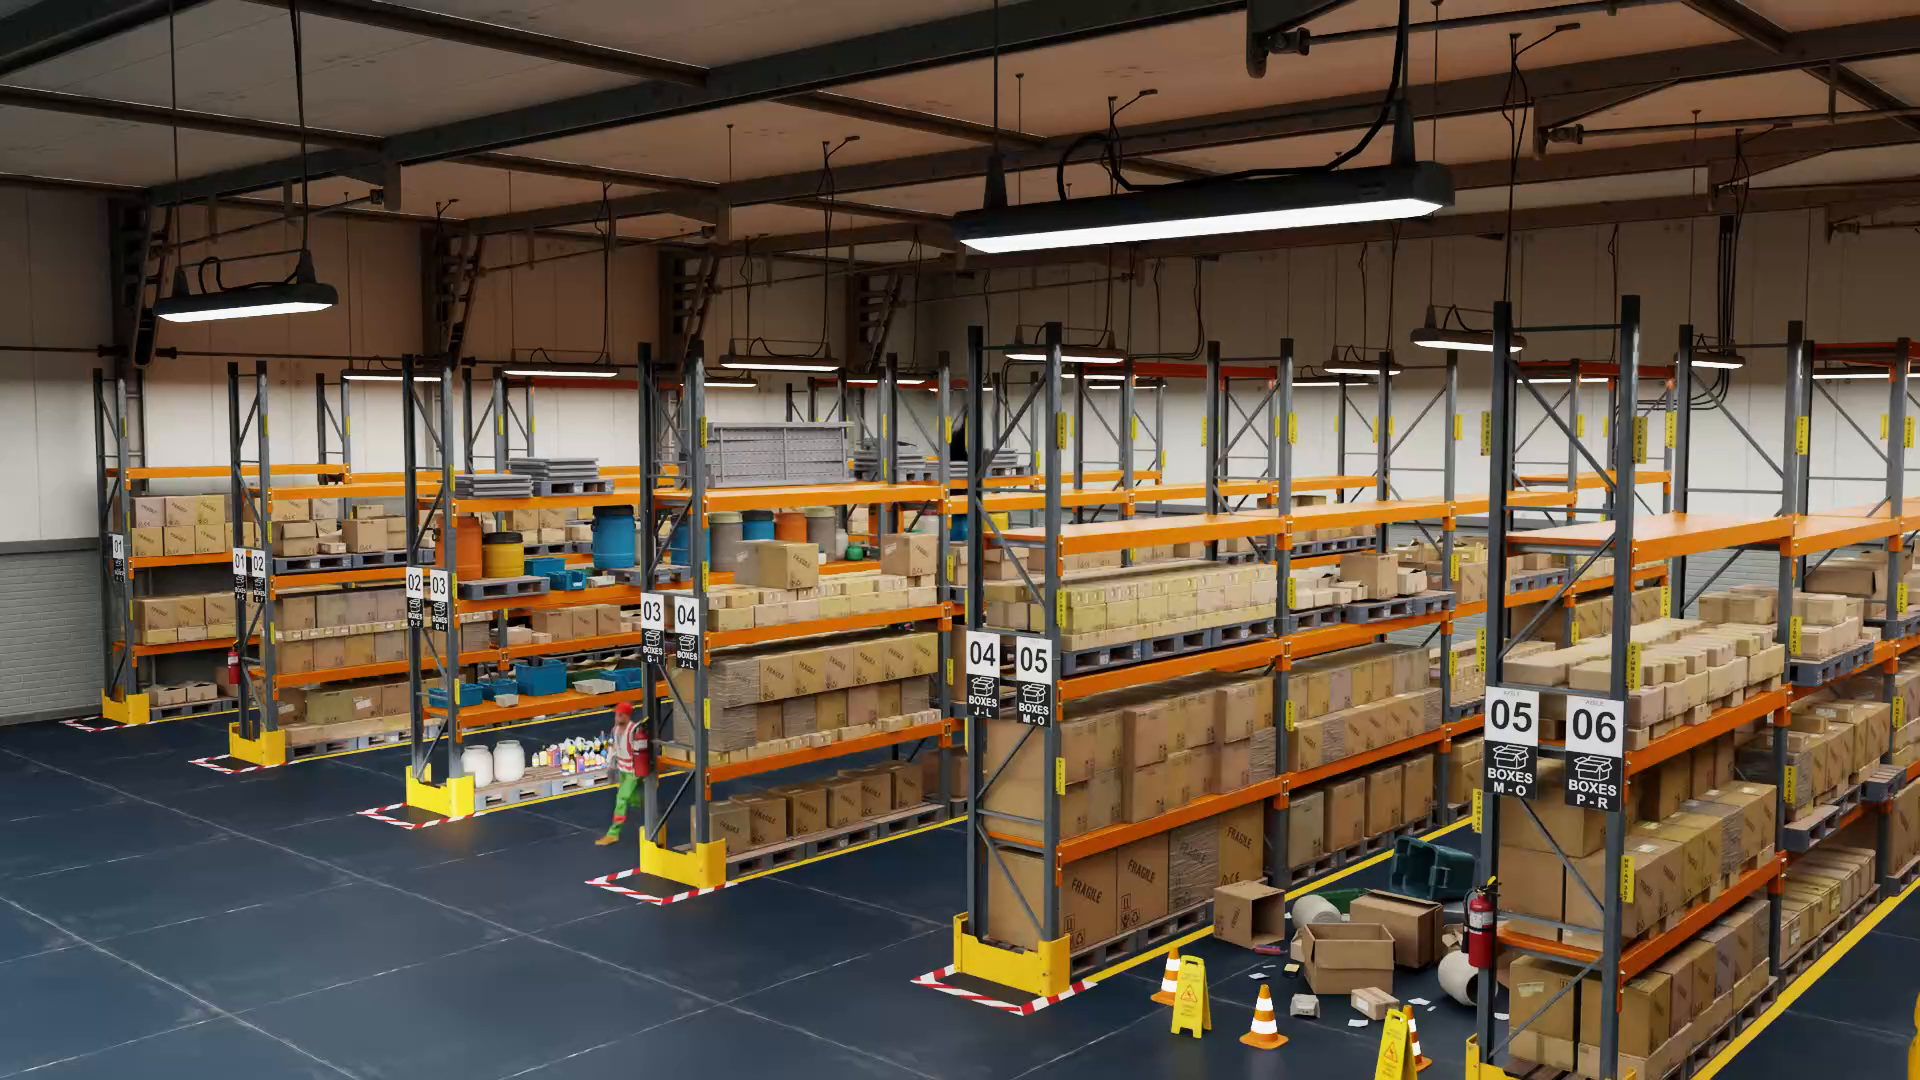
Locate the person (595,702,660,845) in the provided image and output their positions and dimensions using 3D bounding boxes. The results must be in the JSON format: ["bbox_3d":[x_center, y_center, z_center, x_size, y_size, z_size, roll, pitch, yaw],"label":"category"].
[{"bbox_3d":[-3.945,2.806,20.291,0.707,1.736,0.988,3,5,37],"label":"person"}]

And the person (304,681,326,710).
[{"bbox_3d":[-10.610,2.326,27.403,0.628,1.662,0.553,3,5,38],"label":"person"}]
